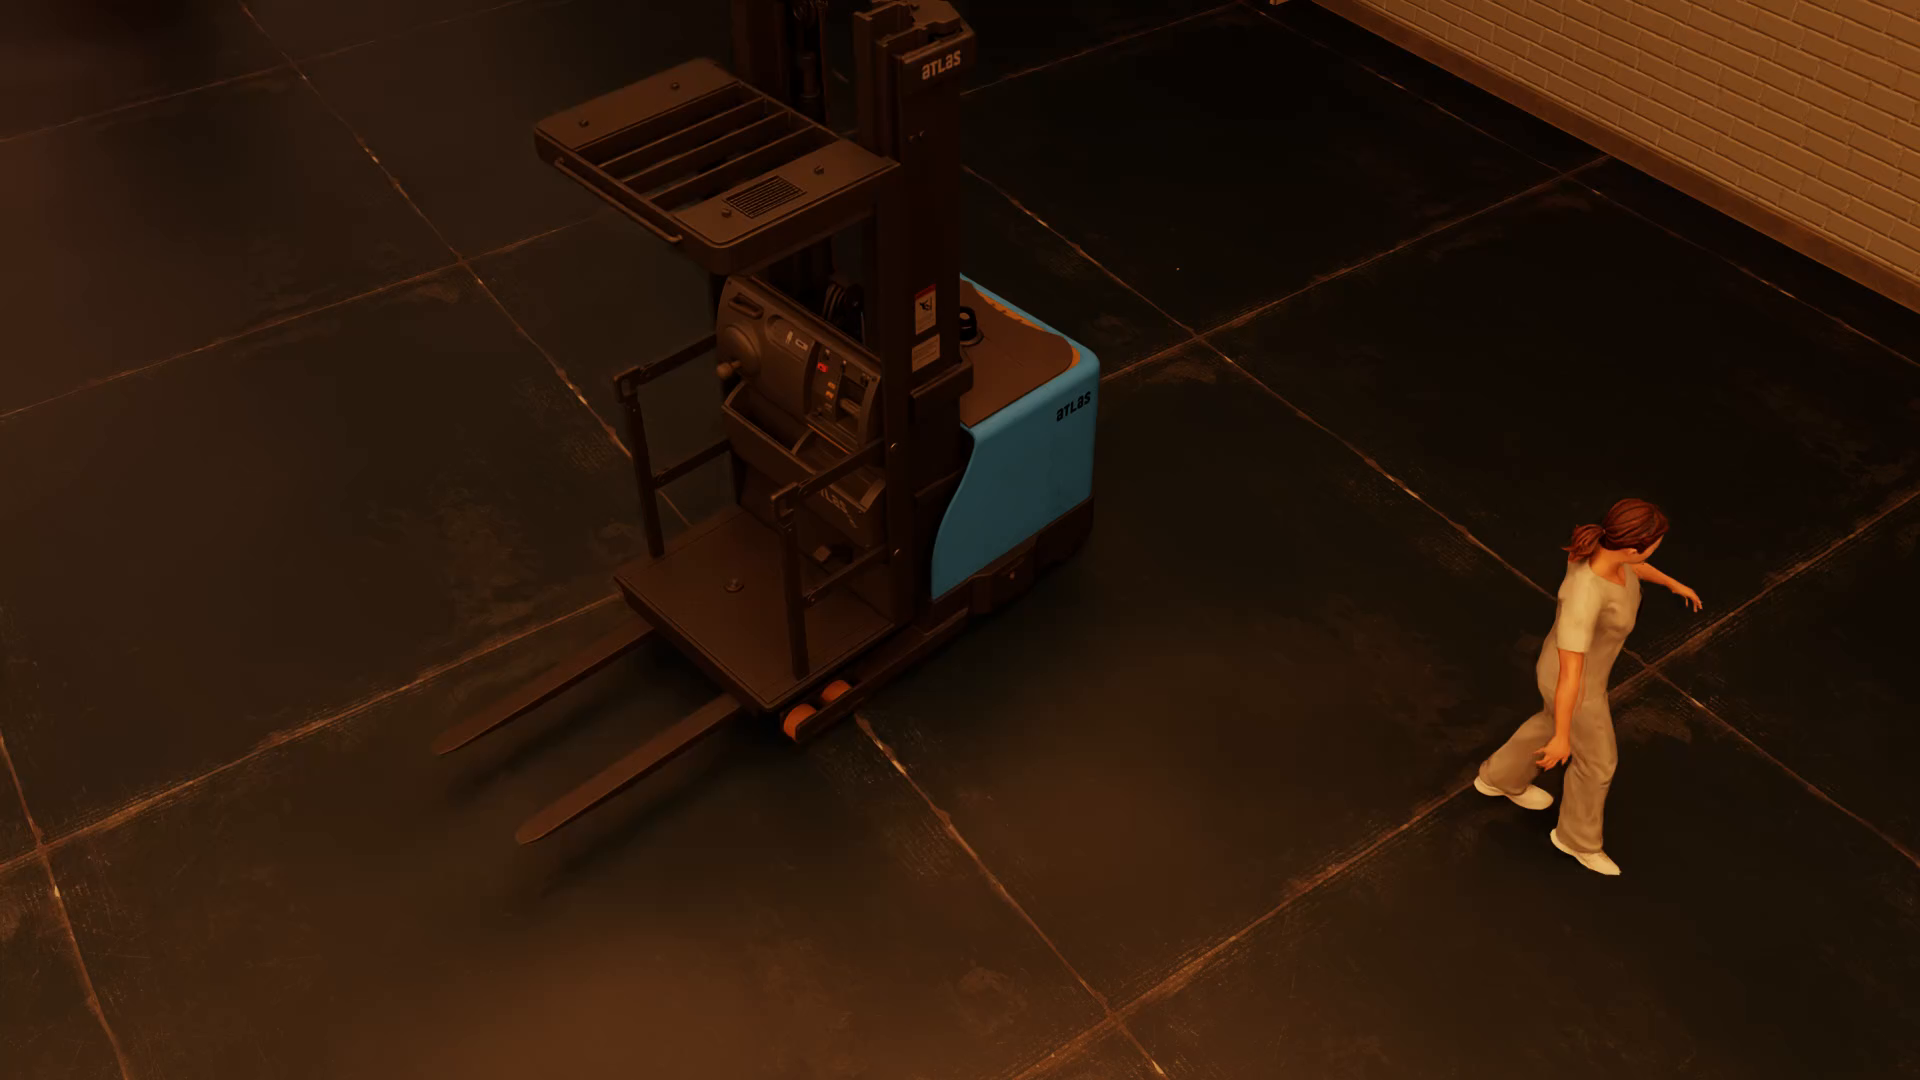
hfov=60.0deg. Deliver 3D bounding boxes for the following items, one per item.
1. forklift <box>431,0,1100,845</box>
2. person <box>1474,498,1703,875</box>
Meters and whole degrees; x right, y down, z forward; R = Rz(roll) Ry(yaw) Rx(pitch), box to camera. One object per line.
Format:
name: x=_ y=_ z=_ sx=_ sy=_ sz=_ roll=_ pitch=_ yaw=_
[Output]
forklift: x=-0.793 y=-0.629 z=6.398 sx=3.031 sy=2.935 sz=1.130 roll=-33 pitch=52 yaw=-30
person: x=2.350 y=0.544 z=6.102 sx=0.632 sy=1.691 sz=0.884 roll=19 pitch=46 yaw=19
